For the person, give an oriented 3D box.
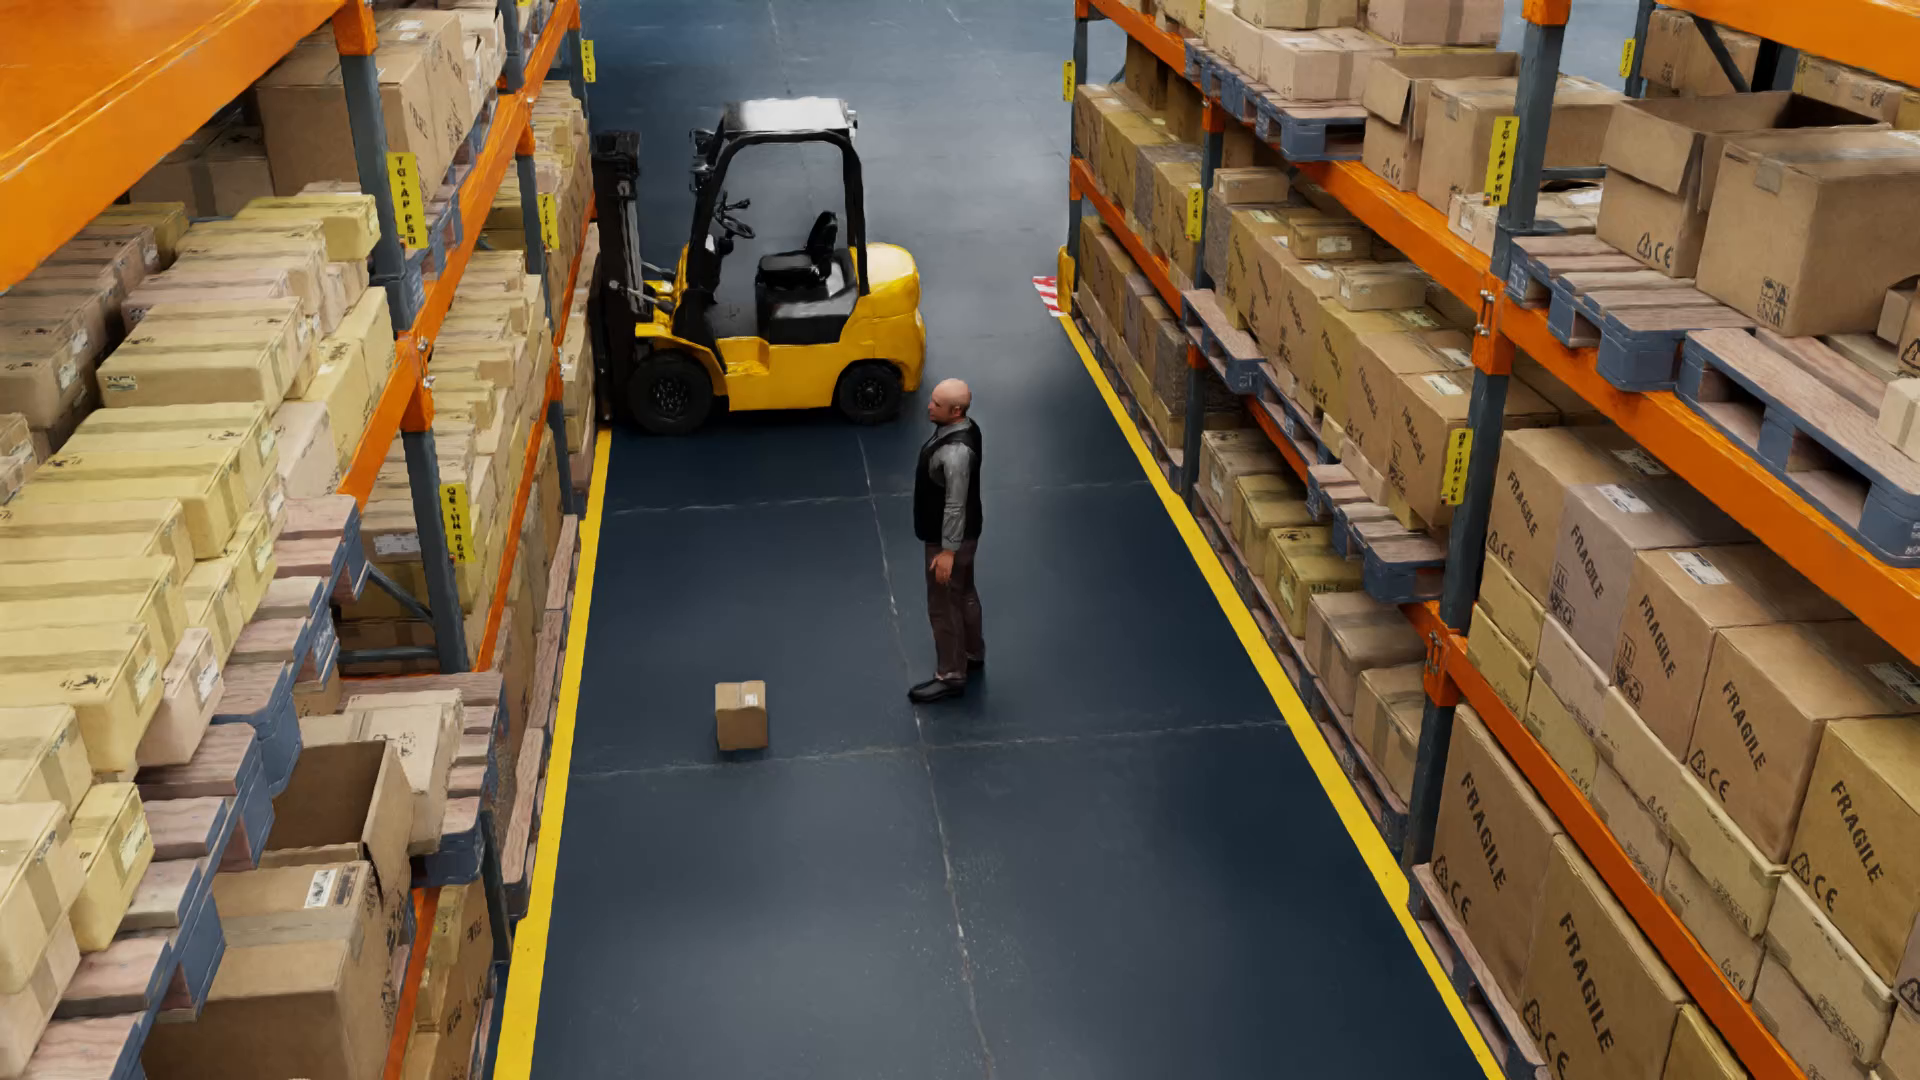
[{"bbox_3d":[-0.060,-0.026,8.643,0.375,1.727,0.662,3,27,6],"label":"person"}]
